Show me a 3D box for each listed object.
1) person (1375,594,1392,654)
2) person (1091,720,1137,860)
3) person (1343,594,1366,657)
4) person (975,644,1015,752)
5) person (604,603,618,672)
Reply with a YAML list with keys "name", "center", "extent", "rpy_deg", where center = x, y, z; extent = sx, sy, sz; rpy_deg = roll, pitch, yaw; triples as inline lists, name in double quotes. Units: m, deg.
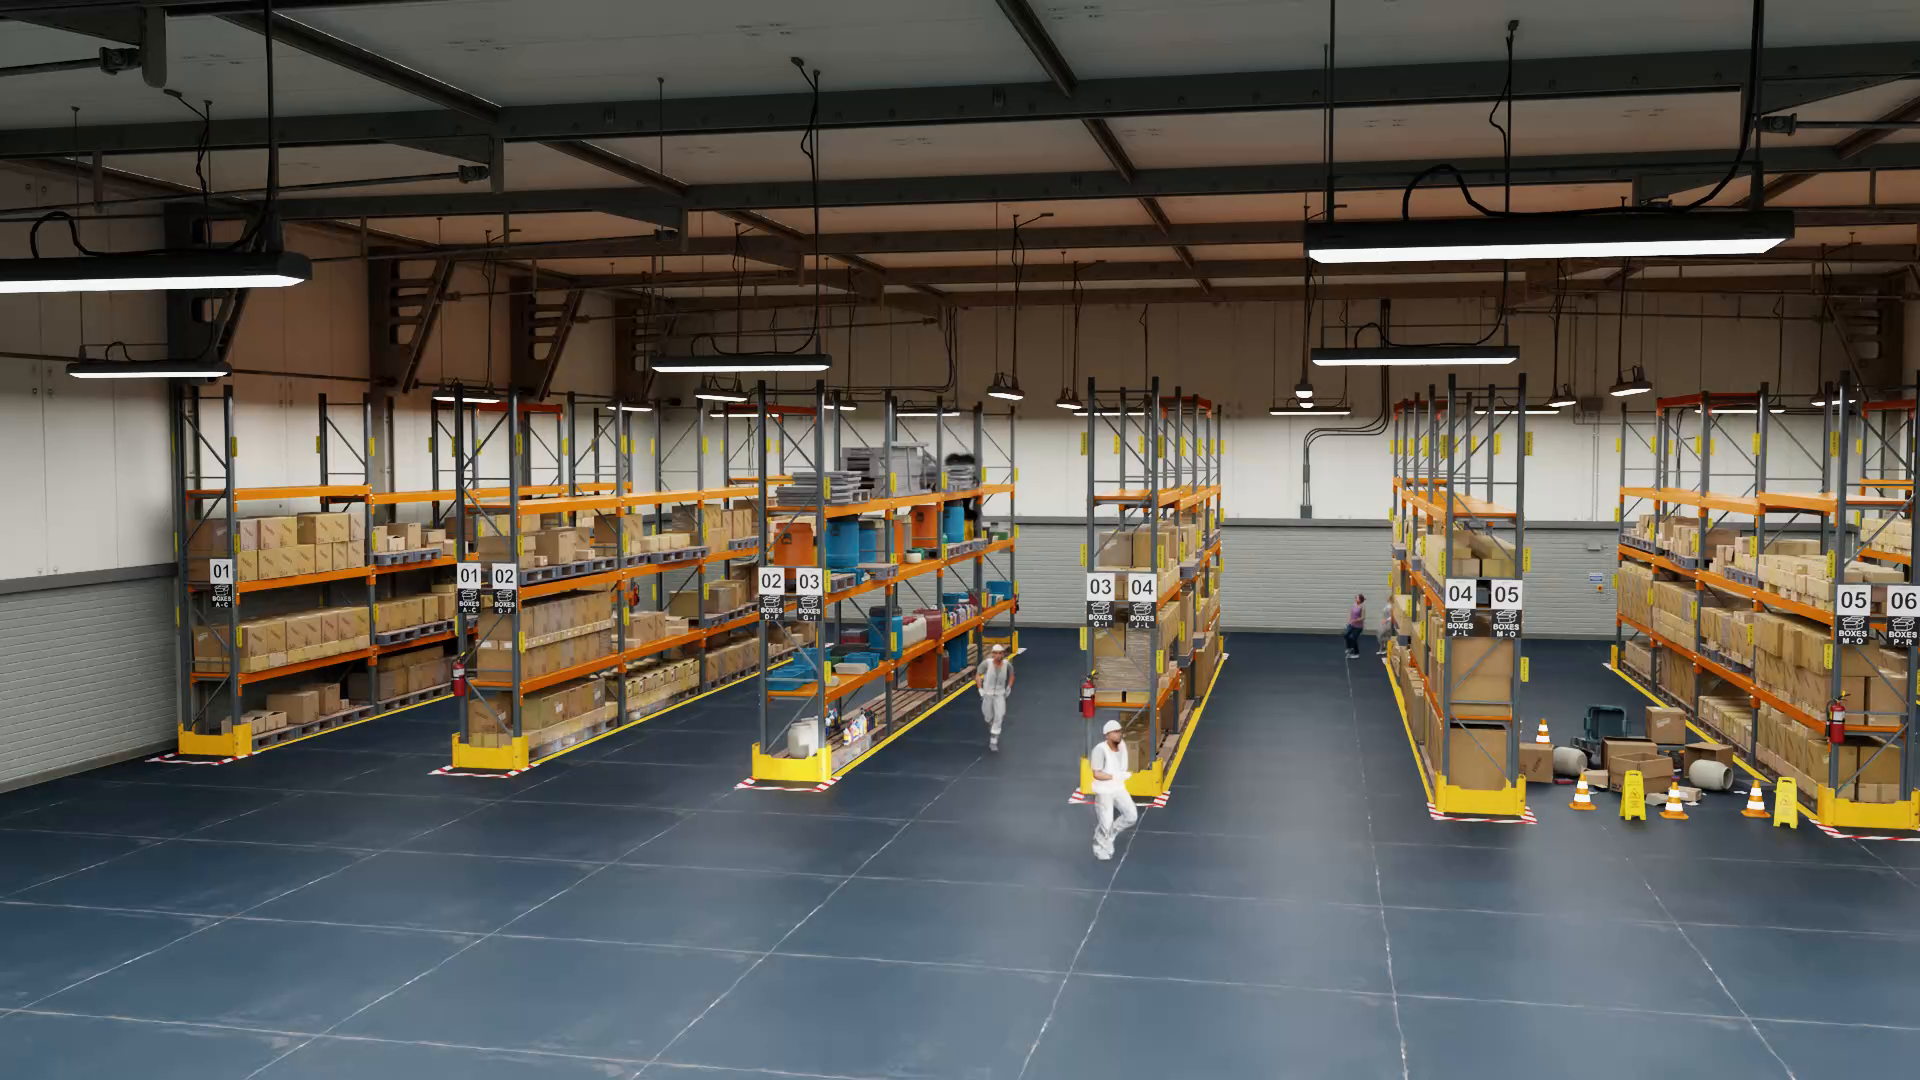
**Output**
- name: "person"
  center: [10.236, 2.034, 39.878]
  extent: [0.537, 1.521, 0.627]
  rpy_deg: [1, 3, 14]
- name: "person"
  center: [1.847, 3.006, 19.904]
  extent: [0.726, 1.722, 0.728]
  rpy_deg: [-3, 4, -40]
- name: "person"
  center: [9.313, 2.030, 39.151]
  extent: [0.582, 1.533, 0.538]
  rpy_deg: [-2, 4, -35]
- name: "person"
  center: [0.582, 2.596, 27.734]
  extent: [0.664, 1.768, 0.949]
  rpy_deg: [0, 3, -3]
- name: "person"
  center: [-7.498, 2.168, 35.749]
  extent: [0.621, 1.727, 0.829]
  rpy_deg: [1, 3, 12]
